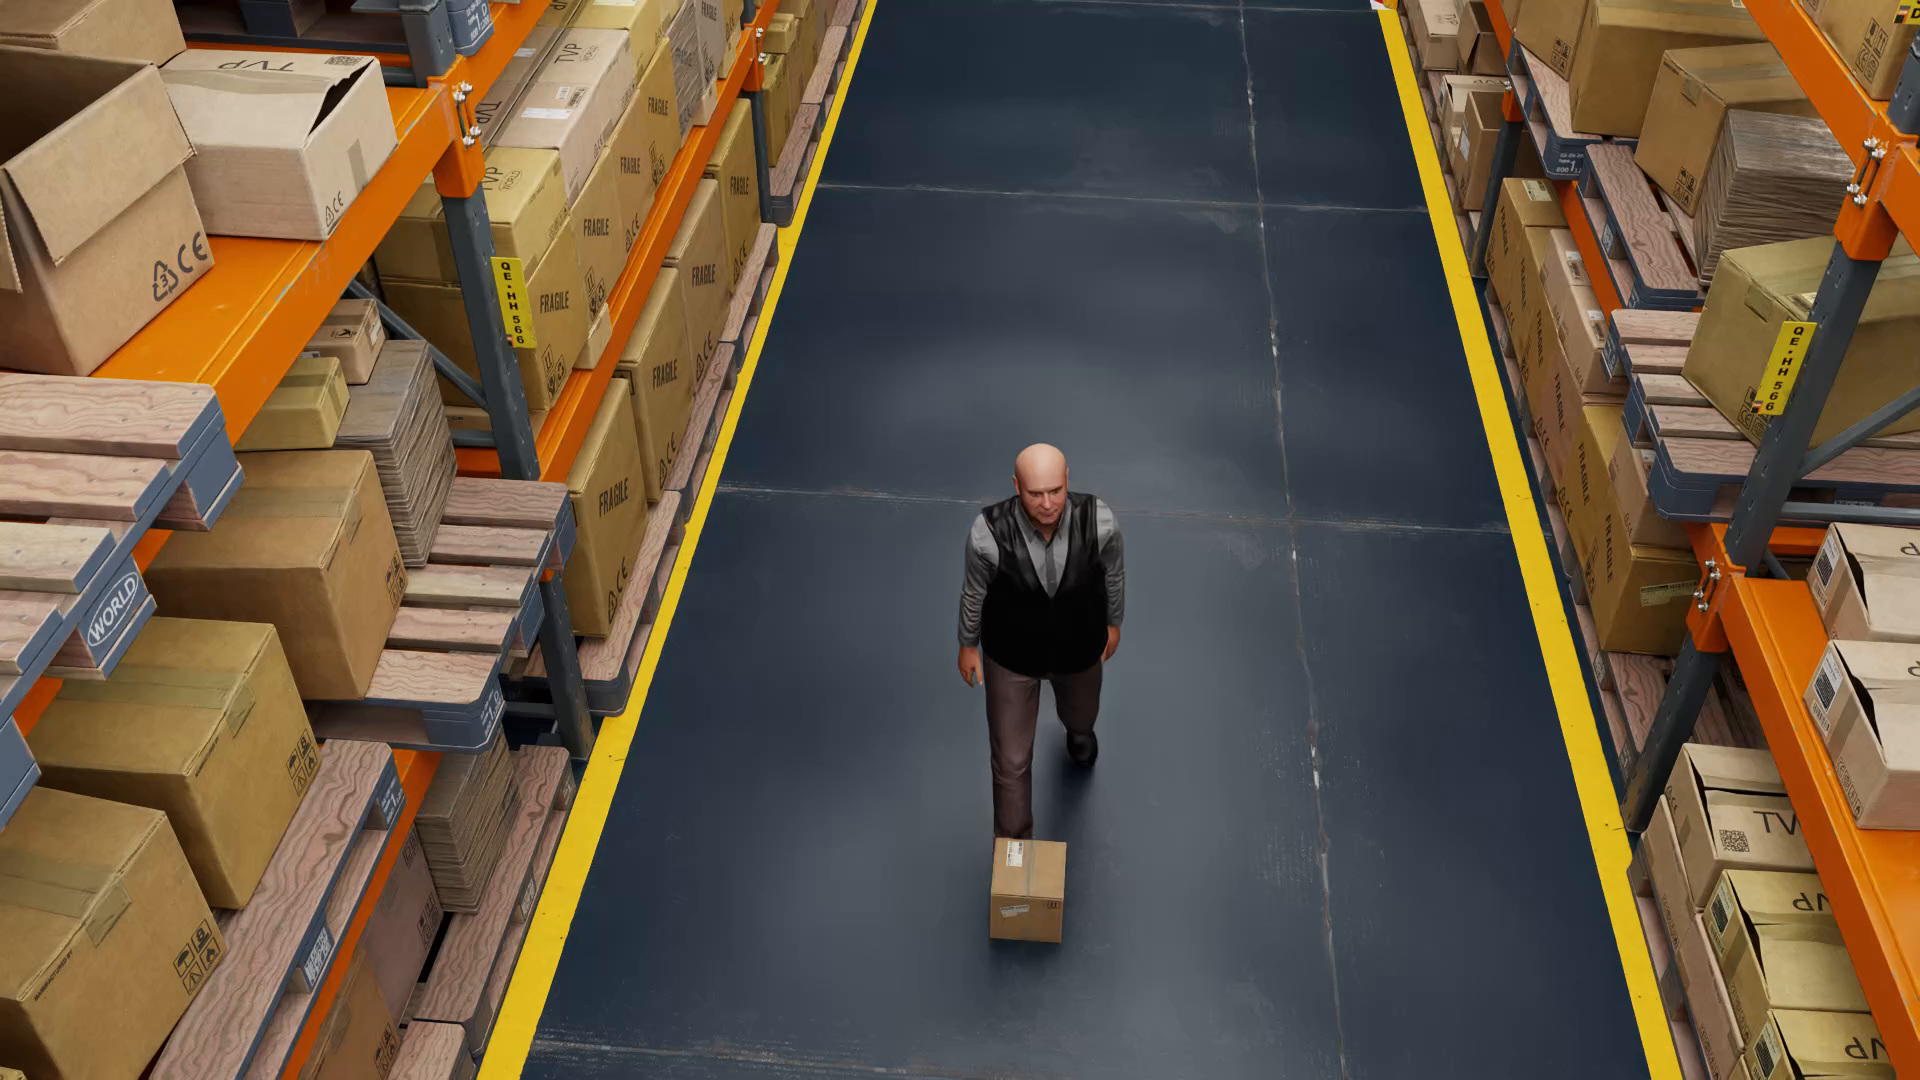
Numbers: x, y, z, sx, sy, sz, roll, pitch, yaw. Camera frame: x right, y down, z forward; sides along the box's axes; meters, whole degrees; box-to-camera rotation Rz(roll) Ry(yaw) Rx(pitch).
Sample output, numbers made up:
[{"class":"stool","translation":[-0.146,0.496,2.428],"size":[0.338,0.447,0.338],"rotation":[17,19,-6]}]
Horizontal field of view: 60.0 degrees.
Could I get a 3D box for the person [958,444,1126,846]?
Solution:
[{"class":"person","translation":[0.292,0.426,5.755],"size":[0.585,1.610,0.952],"rotation":[-4,40,-5]}]
